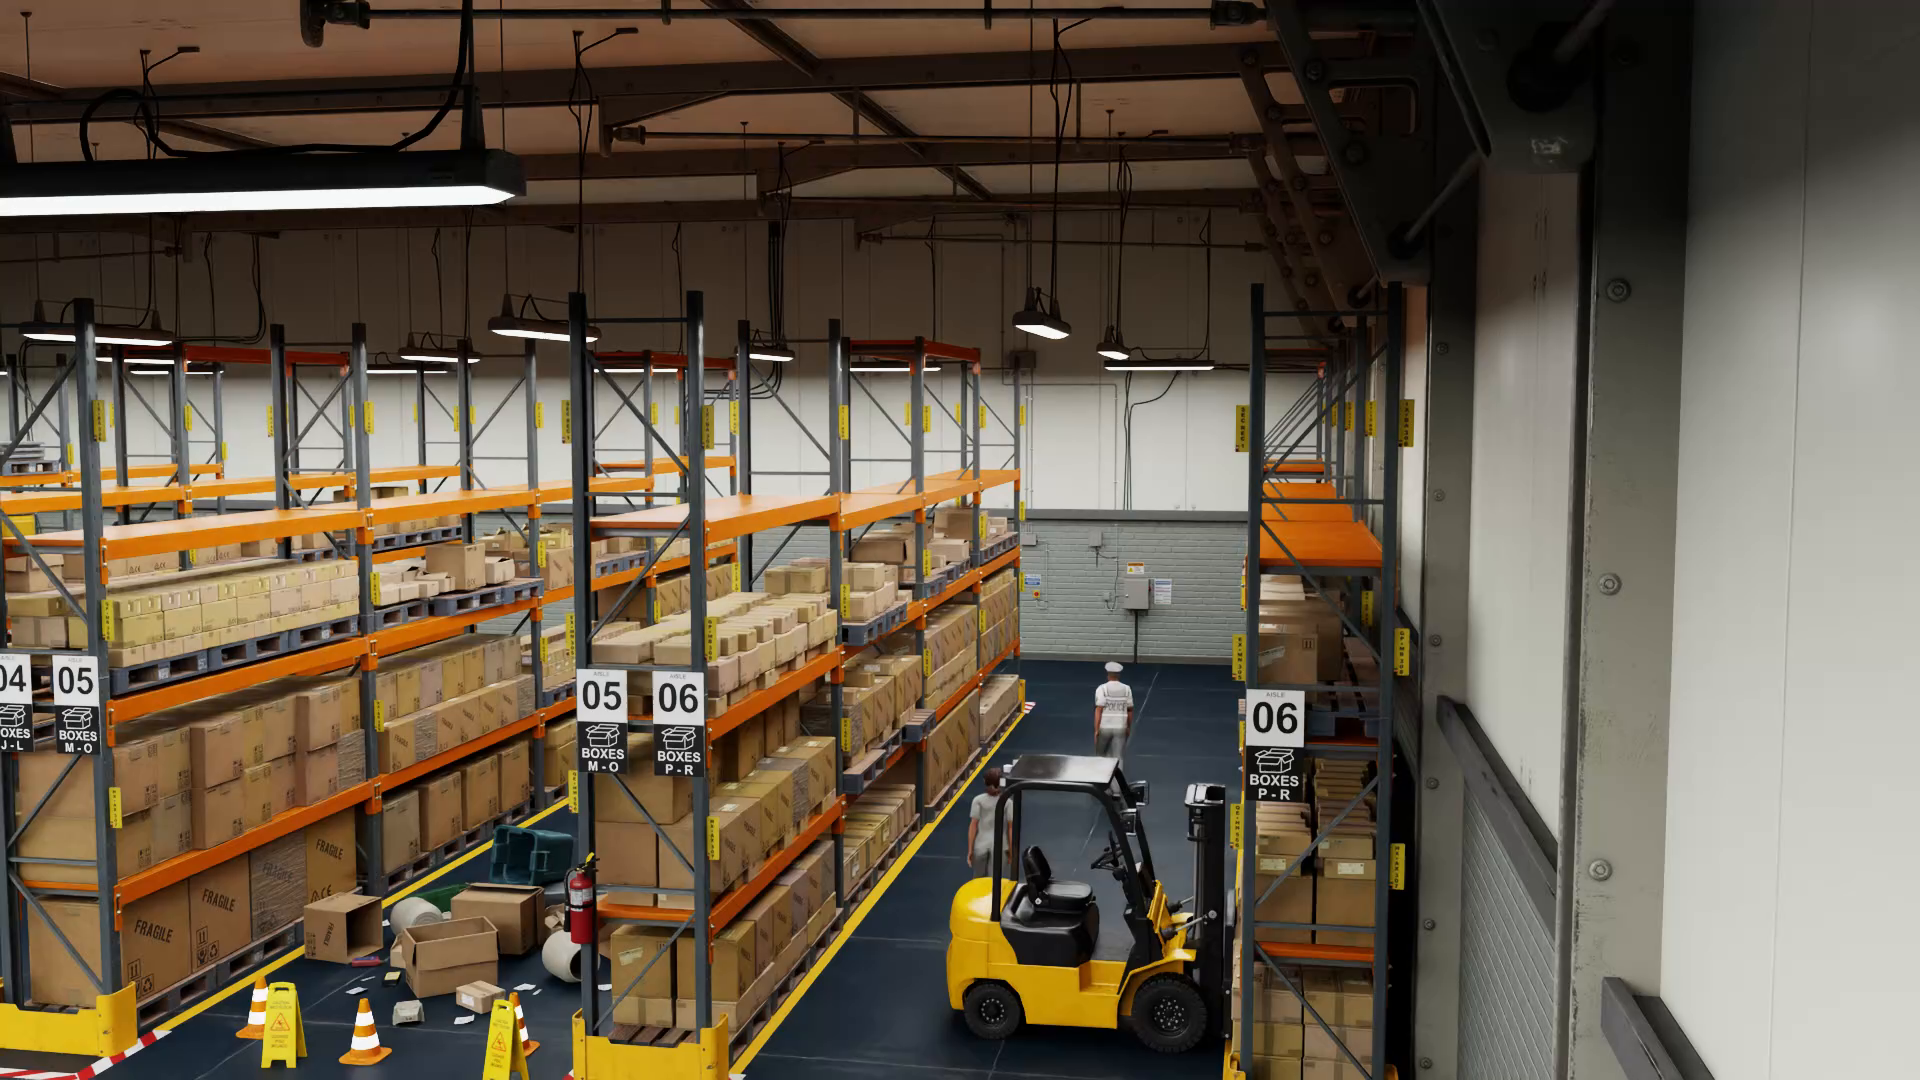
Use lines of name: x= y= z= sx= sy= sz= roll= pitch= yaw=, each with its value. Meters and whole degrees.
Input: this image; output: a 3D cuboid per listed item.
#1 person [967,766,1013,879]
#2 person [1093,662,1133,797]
person: x=0.309 y=3.064 z=16.136 sx=0.462 sy=1.715 sz=0.595 roll=0 pitch=5 yaw=6
person: x=2.033 y=2.534 z=22.099 sx=0.553 sy=1.808 sz=0.688 roll=0 pitch=5 yaw=-3
